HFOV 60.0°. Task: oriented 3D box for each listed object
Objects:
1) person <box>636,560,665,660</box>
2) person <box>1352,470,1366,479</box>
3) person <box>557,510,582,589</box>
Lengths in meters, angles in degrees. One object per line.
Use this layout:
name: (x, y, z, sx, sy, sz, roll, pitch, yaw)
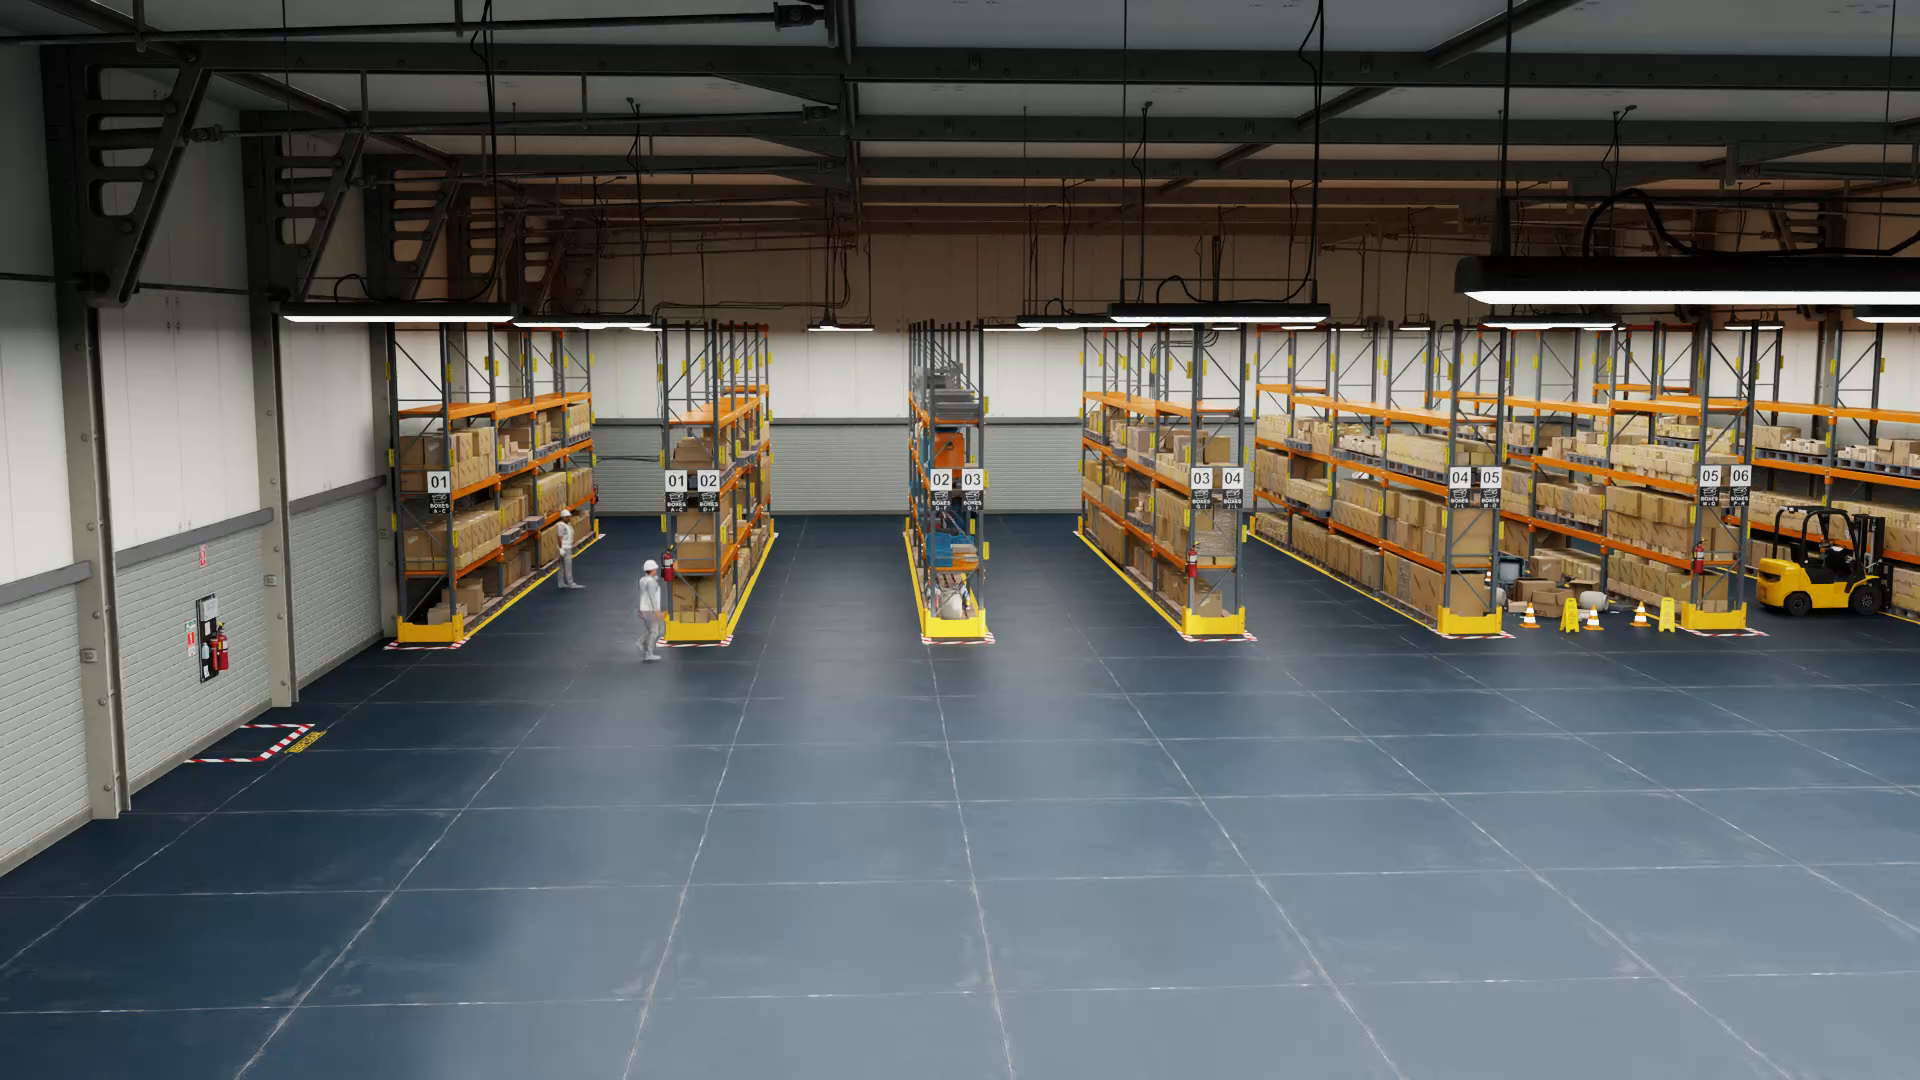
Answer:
person: (-5.449, 1.236, 29.232, 0.477, 1.757, 0.541, -1, 7, -8)
person: (12.318, -1.502, 51.470, 1.004, 1.731, 0.657, -4, 8, -31)
person: (-8.835, 0.194, 37.606, 0.539, 1.783, 0.563, -1, 7, -11)
